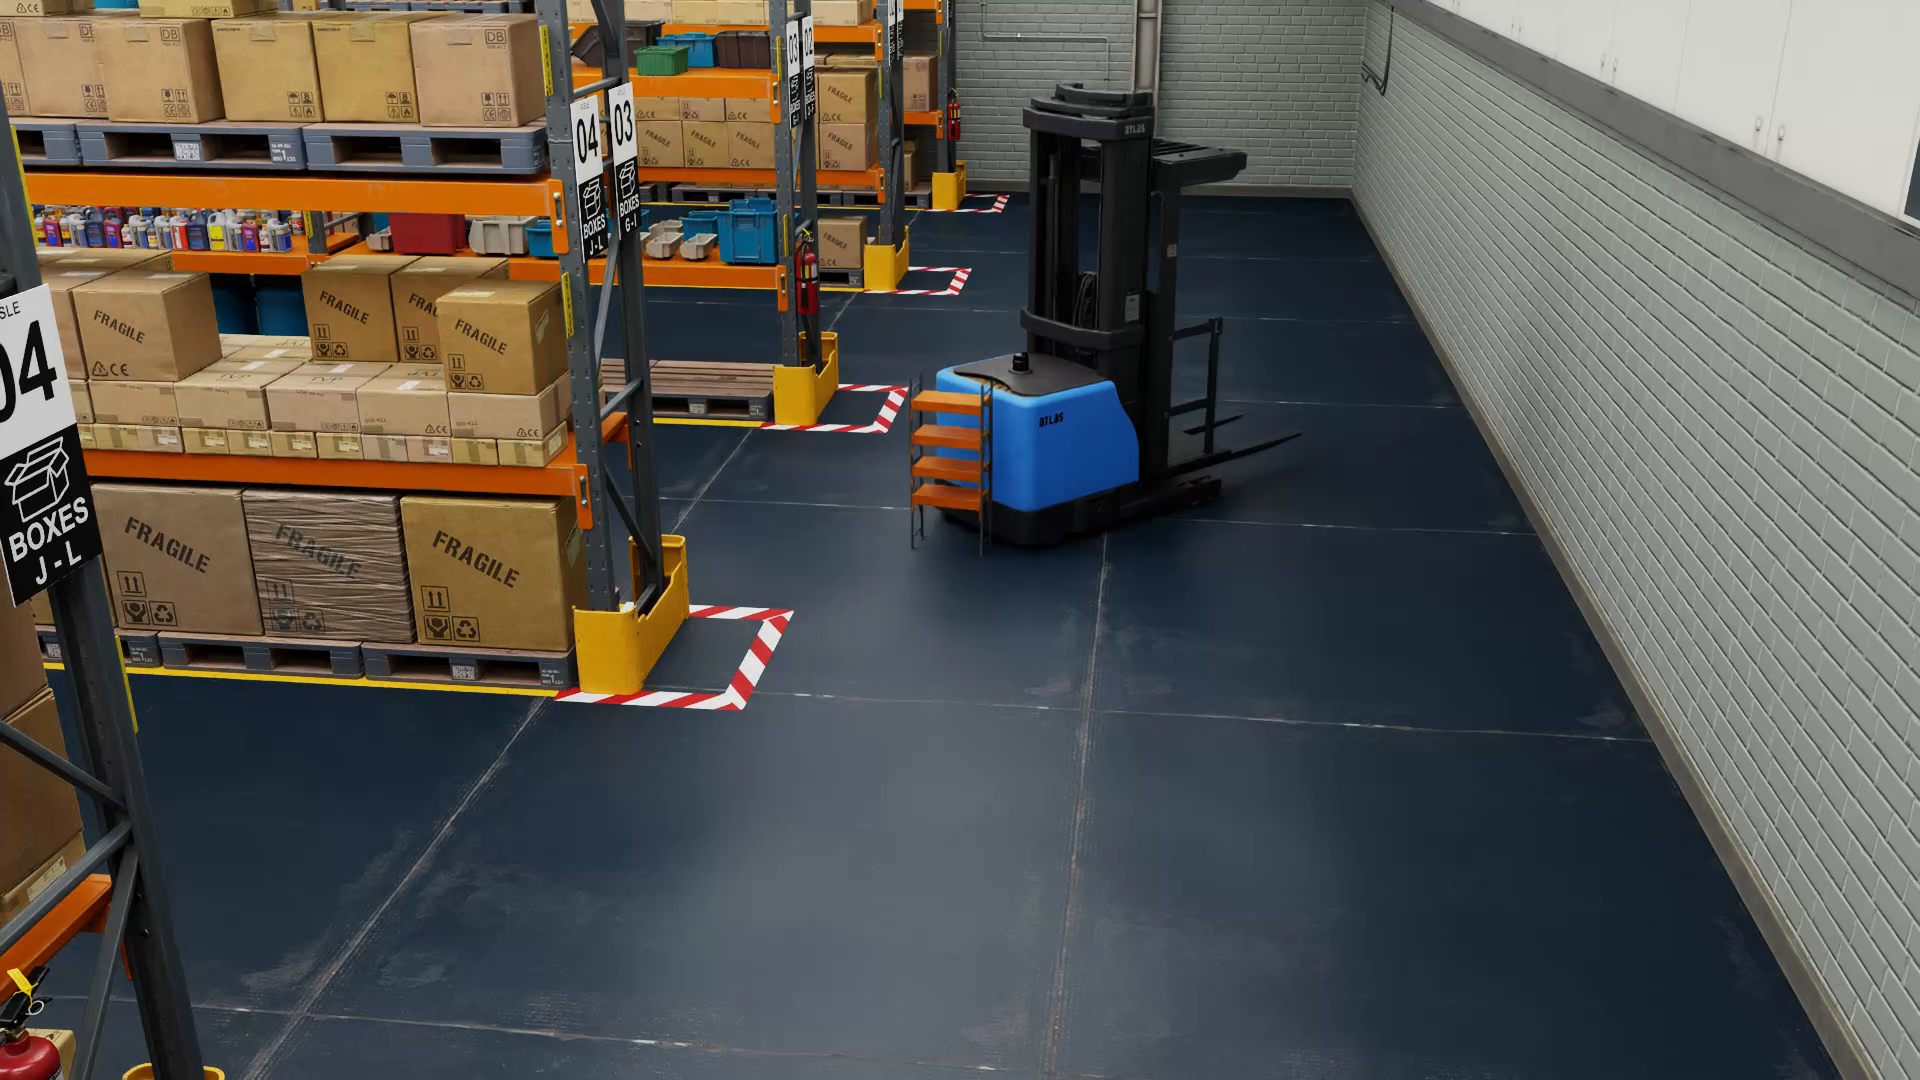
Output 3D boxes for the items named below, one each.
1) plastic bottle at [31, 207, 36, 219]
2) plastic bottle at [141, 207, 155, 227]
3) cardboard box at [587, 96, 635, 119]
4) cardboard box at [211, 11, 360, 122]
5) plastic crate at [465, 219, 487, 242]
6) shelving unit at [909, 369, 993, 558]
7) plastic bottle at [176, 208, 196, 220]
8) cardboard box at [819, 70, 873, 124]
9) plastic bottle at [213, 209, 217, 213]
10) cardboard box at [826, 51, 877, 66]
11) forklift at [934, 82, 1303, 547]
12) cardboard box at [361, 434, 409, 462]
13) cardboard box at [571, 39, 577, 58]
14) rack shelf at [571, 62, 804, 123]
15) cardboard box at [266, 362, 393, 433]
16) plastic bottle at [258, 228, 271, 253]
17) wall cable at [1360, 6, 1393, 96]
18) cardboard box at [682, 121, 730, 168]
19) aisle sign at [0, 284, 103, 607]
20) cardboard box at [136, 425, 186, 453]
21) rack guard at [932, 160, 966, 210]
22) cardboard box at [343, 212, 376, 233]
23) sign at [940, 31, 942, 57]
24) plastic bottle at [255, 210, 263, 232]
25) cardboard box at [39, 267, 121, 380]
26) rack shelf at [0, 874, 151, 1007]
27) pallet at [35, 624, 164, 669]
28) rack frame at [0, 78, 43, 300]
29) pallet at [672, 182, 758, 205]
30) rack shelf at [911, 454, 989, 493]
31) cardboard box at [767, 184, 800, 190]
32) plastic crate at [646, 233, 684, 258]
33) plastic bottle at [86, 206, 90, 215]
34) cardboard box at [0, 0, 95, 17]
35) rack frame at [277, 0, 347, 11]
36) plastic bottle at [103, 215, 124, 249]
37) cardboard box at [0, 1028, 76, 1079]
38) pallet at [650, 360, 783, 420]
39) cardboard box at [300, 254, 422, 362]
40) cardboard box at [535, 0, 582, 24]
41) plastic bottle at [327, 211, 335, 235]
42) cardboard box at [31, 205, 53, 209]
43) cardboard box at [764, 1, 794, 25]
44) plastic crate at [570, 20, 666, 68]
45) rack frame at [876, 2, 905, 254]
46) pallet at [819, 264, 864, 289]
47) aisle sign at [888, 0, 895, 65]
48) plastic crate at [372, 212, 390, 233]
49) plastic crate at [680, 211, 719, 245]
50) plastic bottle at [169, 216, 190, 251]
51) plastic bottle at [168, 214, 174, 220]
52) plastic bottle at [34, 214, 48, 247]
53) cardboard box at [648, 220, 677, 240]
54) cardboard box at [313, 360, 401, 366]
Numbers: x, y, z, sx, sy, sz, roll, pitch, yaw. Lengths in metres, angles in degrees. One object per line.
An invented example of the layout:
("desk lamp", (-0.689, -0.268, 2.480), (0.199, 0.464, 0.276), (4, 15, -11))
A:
("plastic bottle", (-8.396, -2.924, 15.026), (0.097, 0.201, 0.097), (0, 22, 0))
("plastic bottle", (-7.201, -2.851, 14.747), (0.097, 0.271, 0.097), (0, 22, 0))
("cardboard box", (-3.780, -4.905, 18.272), (0.500, 0.500, 0.500), (2, 22, 5))
("cardboard box", (-3.511, -2.509, 8.783), (0.500, 0.500, 0.700), (1, 22, 3))
("plastic crate", (-4.171, -2.681, 14.433), (0.590, 0.125, 0.437), (2, 22, 6))
("shelving unit", (-0.058, -0.507, 11.090), (0.503, 1.200, 0.258), (6, 22, 15))
("plastic bottle", (-6.878, -2.882, 14.820), (0.135, 0.276, 0.152), (2, 22, 6))
("cardboard box", (-1.229, -4.797, 17.996), (0.500, 0.500, 0.500), (2, 22, 6))
("plastic bottle", (-6.648, -2.872, 14.794), (0.135, 0.276, 0.152), (2, 22, 6))
("cardboard box", (-1.407, -6.360, 23.040), (0.700, 0.700, 0.980), (2, 22, 6))
("forklift", (1.284, -1.742, 11.860), (3.031, 2.935, 1.130), (-16, 27, -36))
("cardboard box", (-3.073, -0.561, 9.121), (0.250, 0.149, 0.380), (3, 22, 7))
("cardboard box", (-5.148, -6.843, 23.082), (0.500, 0.250, 0.500), (3, 22, 7))
("rack shelf", (-3.328, -3.705, 13.630), (4.000, 0.370, 1.077), (2, 22, 6))
("cardboard box", (-3.446, -0.786, 9.148), (0.500, 0.250, 0.500), (2, 22, 4))
("plastic bottle", (-5.861, -2.533, 14.036), (0.097, 0.201, 0.097), (0, 22, 0))
("wall cable", (5.399, -7.146, 21.498), (0.112, 2.526, 3.097), (2, 22, 6))
("cardboard box", (-2.742, -4.399, 18.352), (0.500, 0.500, 0.500), (2, 22, 6))
("aisle sign", (-2.501, -0.258, 4.477), (0.004, 0.787, 0.394), (2, 22, 6))
("cardboard box", (-4.355, -0.616, 9.259), (0.250, 0.149, 0.380), (3, 22, 7))
("rack guard", (-0.152, -5.011, 23.436), (0.348, 0.500, 1.175), (2, 22, 6))
("cardboard box", (-6.744, -3.566, 19.180), (0.500, 0.500, 0.500), (2, 22, 4))
("sign", (-0.253, -6.626, 22.223), (0.005, 0.325, 0.100), (2, 22, 6))
("plastic bottle", (-6.204, -2.861, 14.772), (0.097, 0.271, 0.097), (0, 22, 0))
("cardboard box", (-4.963, -1.202, 9.179), (0.500, 0.500, 0.500), (2, 22, 6))
("rack shelf", (-4.595, 1.305, 5.038), (4.000, 0.370, 1.077), (2, 22, 6))
("pallet", (-5.151, 0.436, 10.051), (1.213, 0.211, 1.003), (2, 22, 6))
("rack frame", (-2.608, -1.733, 3.583), (0.127, 3.000, 1.000), (2, 22, 6))
("pallet", (-3.402, -4.990, 23.774), (1.213, 0.211, 1.003), (2, 22, 6))
("rack shelf", (-0.058, -0.444, 11.115), (0.480, 0.148, 0.258), (6, 22, 15))
("cardboard box", (-2.409, -5.265, 23.506), (0.500, 0.500, 0.700), (3, 22, 8))
("plastic crate", (-2.459, -2.450, 13.834), (0.243, 0.136, 0.396), (2, 22, 6))
("plastic bottle", (-7.816, -2.899, 14.962), (0.097, 0.201, 0.097), (0, 22, 0))
("cardboard box", (-4.963, -2.912, 8.781), (0.500, 0.250, 0.500), (1, 22, 3))
("rack frame", (-5.314, -5.521, 13.165), (0.127, 3.000, 1.000), (2, 22, 6))
("plastic bottle", (-7.206, -2.623, 14.152), (0.133, 0.283, 0.061), (2, 22, 6))
("cardboard box", (-3.089, 1.764, 5.395), (0.250, 0.149, 0.380), (2, 22, 4))
("pallet", (-2.156, -1.311, 14.469), (1.213, 0.211, 1.003), (2, 22, 6))
("cardboard box", (-3.381, -1.328, 9.499), (0.500, 0.500, 0.500), (2, 22, 5))
("cardboard box", (-4.273, -5.753, 18.036), (0.500, 0.250, 0.500), (2, 22, 6))
("plastic bottle", (-5.628, -2.848, 14.723), (0.133, 0.283, 0.061), (2, 22, 6))
("cardboard box", (-10.764, -3.888, 19.600), (0.500, 0.311, 0.500), (3, 22, 8))
("cardboard box", (-1.791, -5.643, 17.758), (0.500, 0.250, 0.500), (2, 22, 6))
("plastic crate", (-2.826, -4.090, 13.711), (0.767, 0.338, 0.504), (2, 22, 6))
("rack frame", (-0.755, -4.366, 18.404), (0.127, 3.000, 1.000), (2, 22, 6))
("pallet", (-1.622, -3.107, 19.011), (1.213, 0.211, 1.003), (2, 22, 6))
("aisle sign", (-0.723, -5.460, 17.636), (0.004, 0.787, 0.394), (2, 22, 6))
("plastic crate", (-4.810, -2.856, 14.523), (0.575, 0.384, 0.392), (2, 22, 6))
("plastic crate", (-2.202, -2.667, 14.253), (0.300, 0.233, 0.416), (2, 22, 6))
("plastic bottle", (-6.607, -2.610, 14.130), (0.135, 0.276, 0.152), (2, 22, 6))
("plastic bottle", (-6.744, -2.660, 14.263), (0.097, 0.271, 0.097), (0, 22, 0))
("plastic bottle", (-7.865, -2.652, 14.244), (0.097, 0.271, 0.097), (0, 22, 0))
("cardboard box", (-3.383, -3.540, 19.373), (0.500, 0.311, 0.500), (2, 22, 6))
("cardboard box", (-3.385, -0.981, 9.640), (0.500, 0.250, 0.500), (2, 22, 4))
